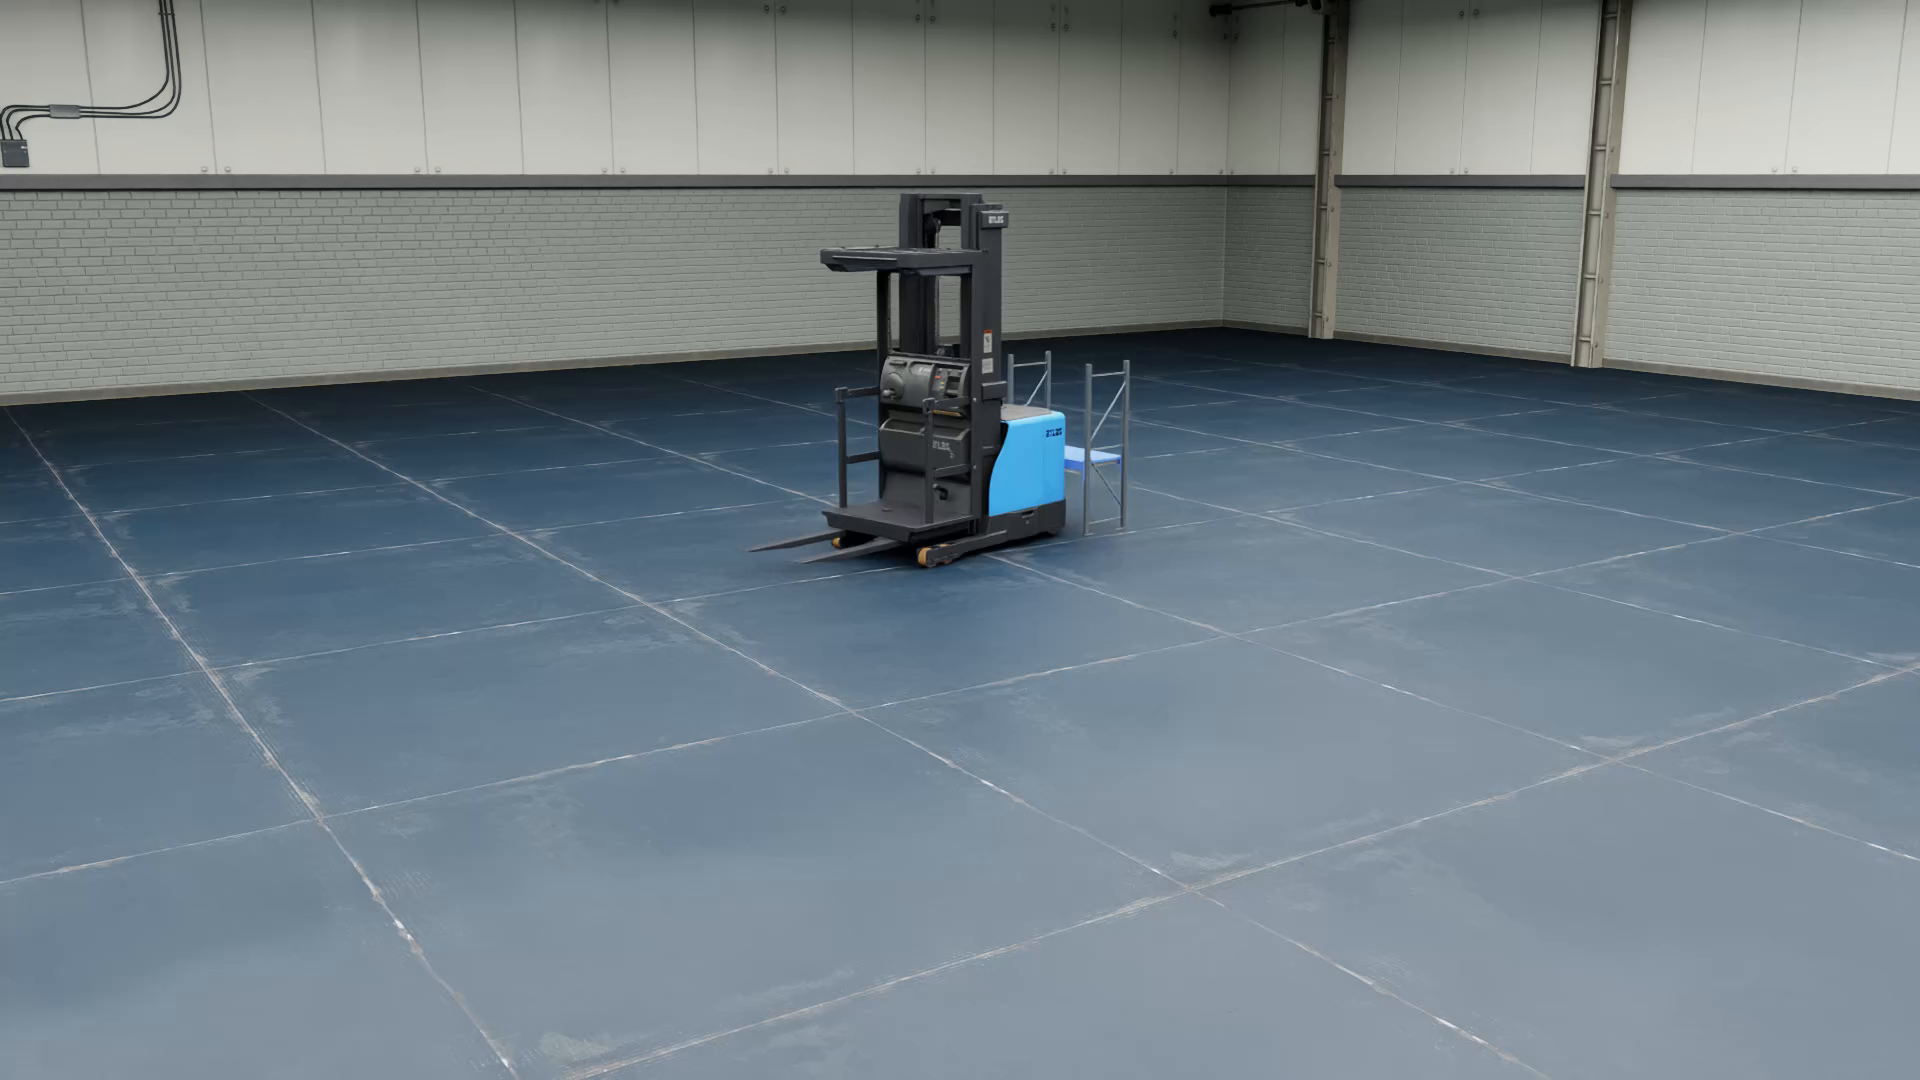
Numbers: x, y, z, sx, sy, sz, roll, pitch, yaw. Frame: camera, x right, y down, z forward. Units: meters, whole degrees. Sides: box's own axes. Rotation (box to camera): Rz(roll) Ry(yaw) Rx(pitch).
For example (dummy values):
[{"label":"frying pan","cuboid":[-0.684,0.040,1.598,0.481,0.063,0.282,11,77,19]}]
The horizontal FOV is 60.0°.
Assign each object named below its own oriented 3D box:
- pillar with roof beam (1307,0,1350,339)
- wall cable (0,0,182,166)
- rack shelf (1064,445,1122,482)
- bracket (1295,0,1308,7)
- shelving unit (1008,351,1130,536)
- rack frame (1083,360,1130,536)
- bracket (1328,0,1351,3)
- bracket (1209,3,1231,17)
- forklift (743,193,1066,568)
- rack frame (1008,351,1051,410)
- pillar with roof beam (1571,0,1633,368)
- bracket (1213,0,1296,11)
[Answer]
[{"label":"pillar with roof beam","cuboid":[3.439,-7.818,29.047,9.100,9.000,0.548,-8,15,-33]},{"label":"wall cable","cuboid":[-11.820,-8.062,22.201,2.305,6.003,0.169,-8,15,-33]},{"label":"rack shelf","cuboid":[0.956,-0.711,14.944,0.538,0.185,1.000,-10,16,-38]},{"label":"bracket","cuboid":[6.497,-10.118,31.138,0.235,0.232,0.430,-8,15,-33]},{"label":"shelving unit","cuboid":[0.956,-0.887,14.906,0.538,1.500,1.048,-10,16,-38]},{"label":"rack frame","cuboid":[1.279,-0.803,14.522,0.500,1.500,0.032,-10,16,-38]},{"label":"bracket","cuboid":[6.957,-9.970,30.463,0.235,0.232,0.430,-8,15,-33]},{"label":"bracket","cuboid":[5.184,-10.539,33.065,0.235,0.232,0.430,-8,15,-33]},{"label":"forklift","cuboid":[-0.435,-1.327,13.568,1.130,2.935,3.031,11,16,41]},{"label":"rack frame","cuboid":[0.634,-0.971,15.290,0.500,1.500,0.032,-10,16,-38]},{"label":"pillar with roof beam","cuboid":[6.763,-6.751,24.167,9.100,9.000,0.400,-8,15,-33]},{"label":"bracket","cuboid":[5.512,-10.434,32.585,0.076,0.066,3.189,-8,15,-33]}]
